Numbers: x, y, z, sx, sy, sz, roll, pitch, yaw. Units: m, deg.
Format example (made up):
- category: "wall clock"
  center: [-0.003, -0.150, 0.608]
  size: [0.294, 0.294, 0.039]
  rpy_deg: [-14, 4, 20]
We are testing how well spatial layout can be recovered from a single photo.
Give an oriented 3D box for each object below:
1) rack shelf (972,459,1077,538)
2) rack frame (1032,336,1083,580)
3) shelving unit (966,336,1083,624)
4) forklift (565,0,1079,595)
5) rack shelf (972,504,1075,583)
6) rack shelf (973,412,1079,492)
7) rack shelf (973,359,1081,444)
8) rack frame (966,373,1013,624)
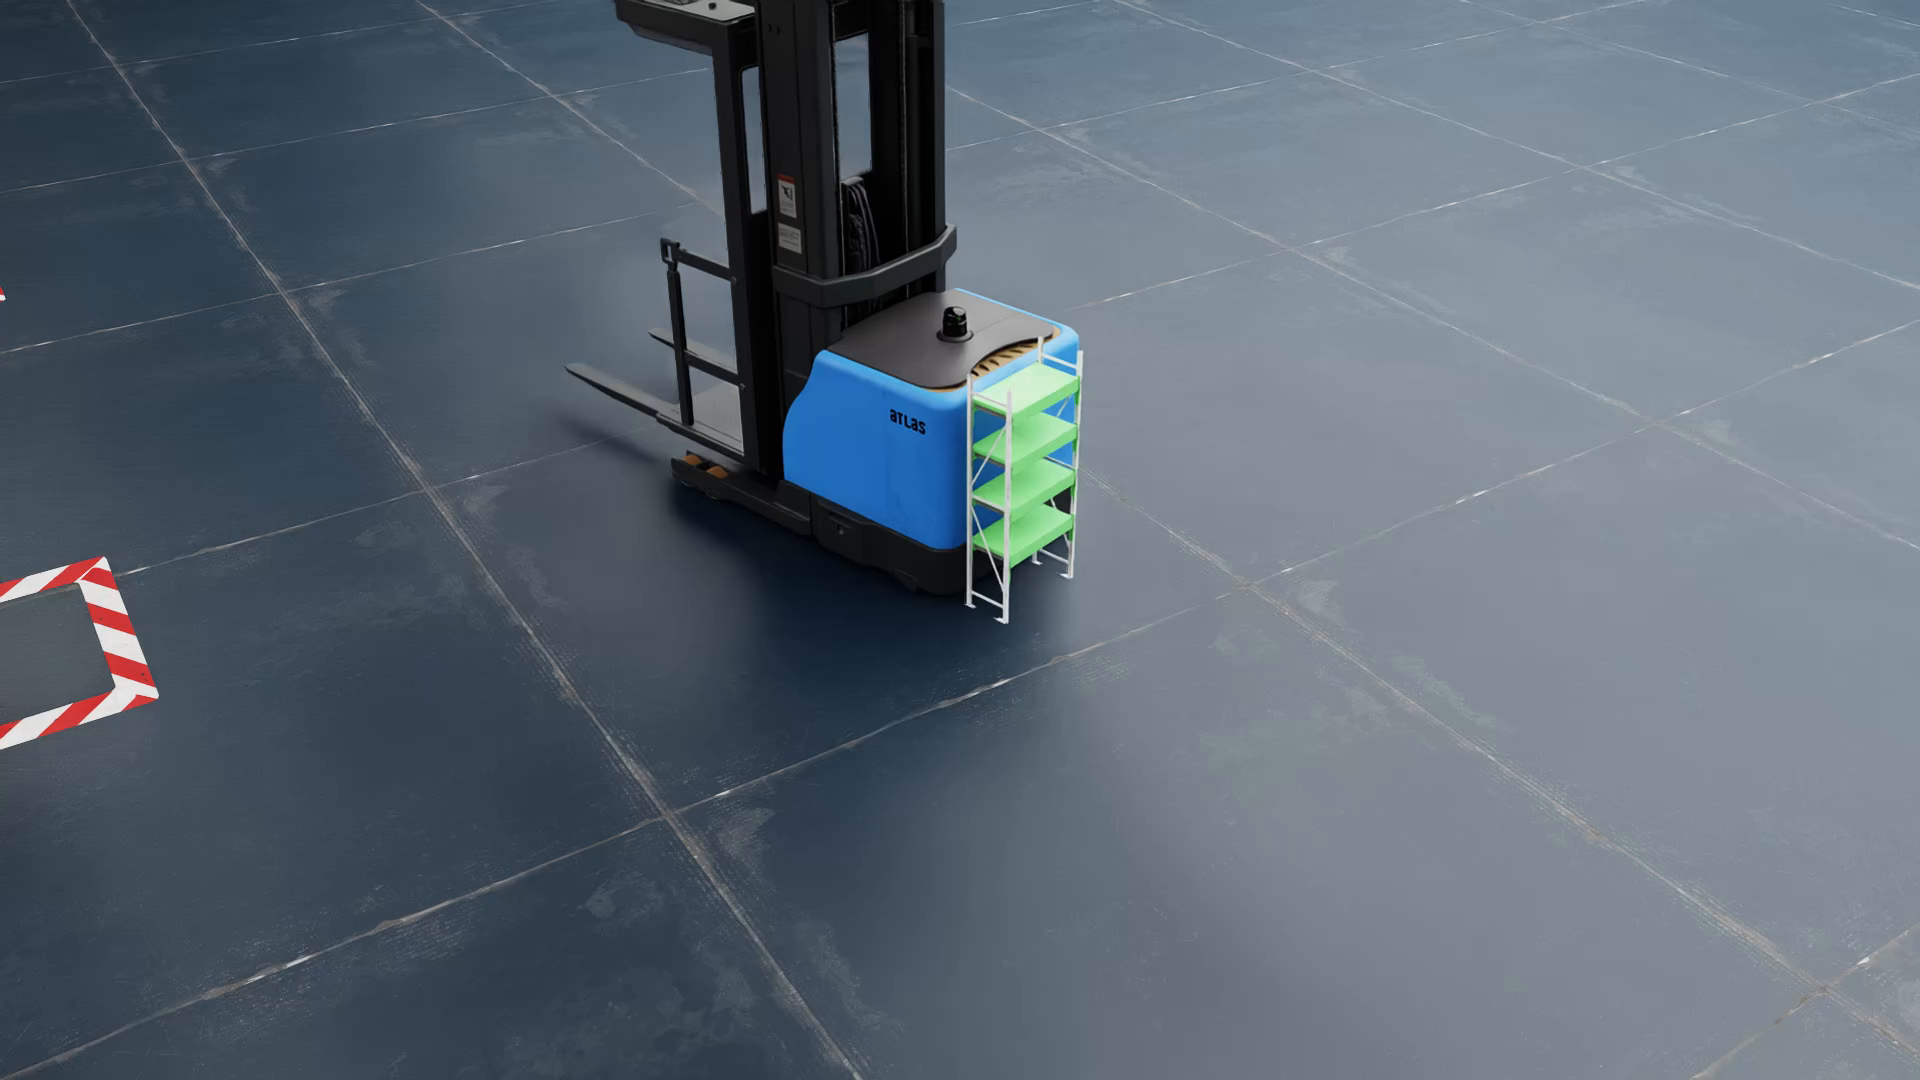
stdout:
- category: "rack shelf"
  center: [0.285, -0.208, 7.575]
  size: [0.258, 0.148, 0.480]
  rpy_deg: [25, 40, 33]
- category: "rack frame"
  center: [0.444, -0.361, 7.698]
  size: [0.240, 1.200, 0.015]
  rpy_deg: [25, 40, 33]
- category: "shelving unit"
  center: [0.285, -0.262, 7.541]
  size: [0.258, 1.200, 0.503]
  rpy_deg: [25, 40, 33]
- category: "forklift"
  center: [-0.869, -1.639, 8.101]
  size: [3.031, 2.935, 1.130]
  rpy_deg: [25, 40, 33]
- category: "rack shelf"
  center: [0.285, -0.006, 7.703]
  size: [0.258, 0.148, 0.480]
  rpy_deg: [25, 40, 33]
- category: "rack shelf"
  center: [0.285, -0.411, 7.447]
  size: [0.258, 0.148, 0.480]
  rpy_deg: [25, 40, 33]
- category: "rack shelf"
  center: [0.286, -0.614, 7.319]
  size: [0.258, 0.148, 0.480]
  rpy_deg: [25, 40, 33]
- category: "rack frame"
  center: [0.126, -0.164, 7.385]
  size: [0.240, 1.200, 0.015]
  rpy_deg: [25, 40, 33]
